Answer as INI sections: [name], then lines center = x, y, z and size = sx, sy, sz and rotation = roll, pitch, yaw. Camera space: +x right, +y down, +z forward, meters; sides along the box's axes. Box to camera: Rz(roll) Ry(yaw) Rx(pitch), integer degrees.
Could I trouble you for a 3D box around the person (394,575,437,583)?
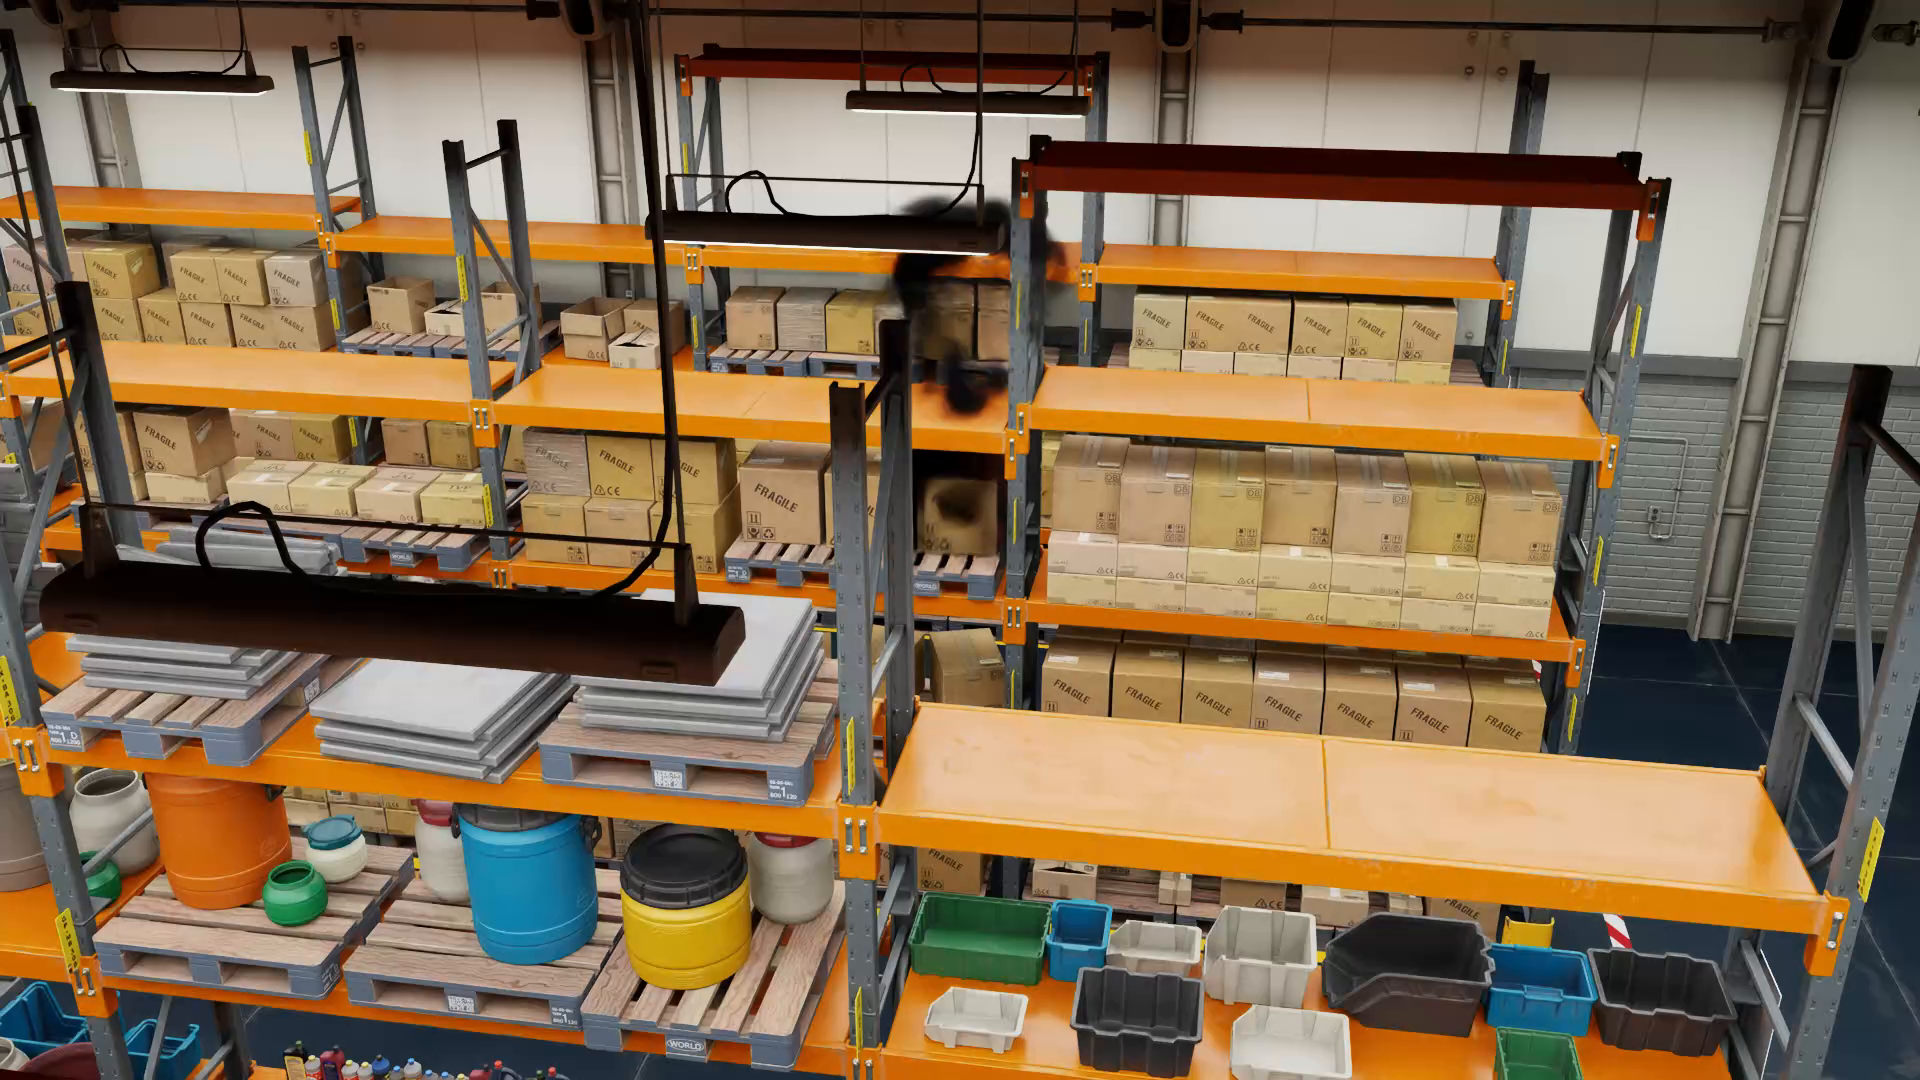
[person]
center = -5.406, 0.672, 16.704
size = 0.704, 1.698, 0.612
rotation = -4, 23, -10
